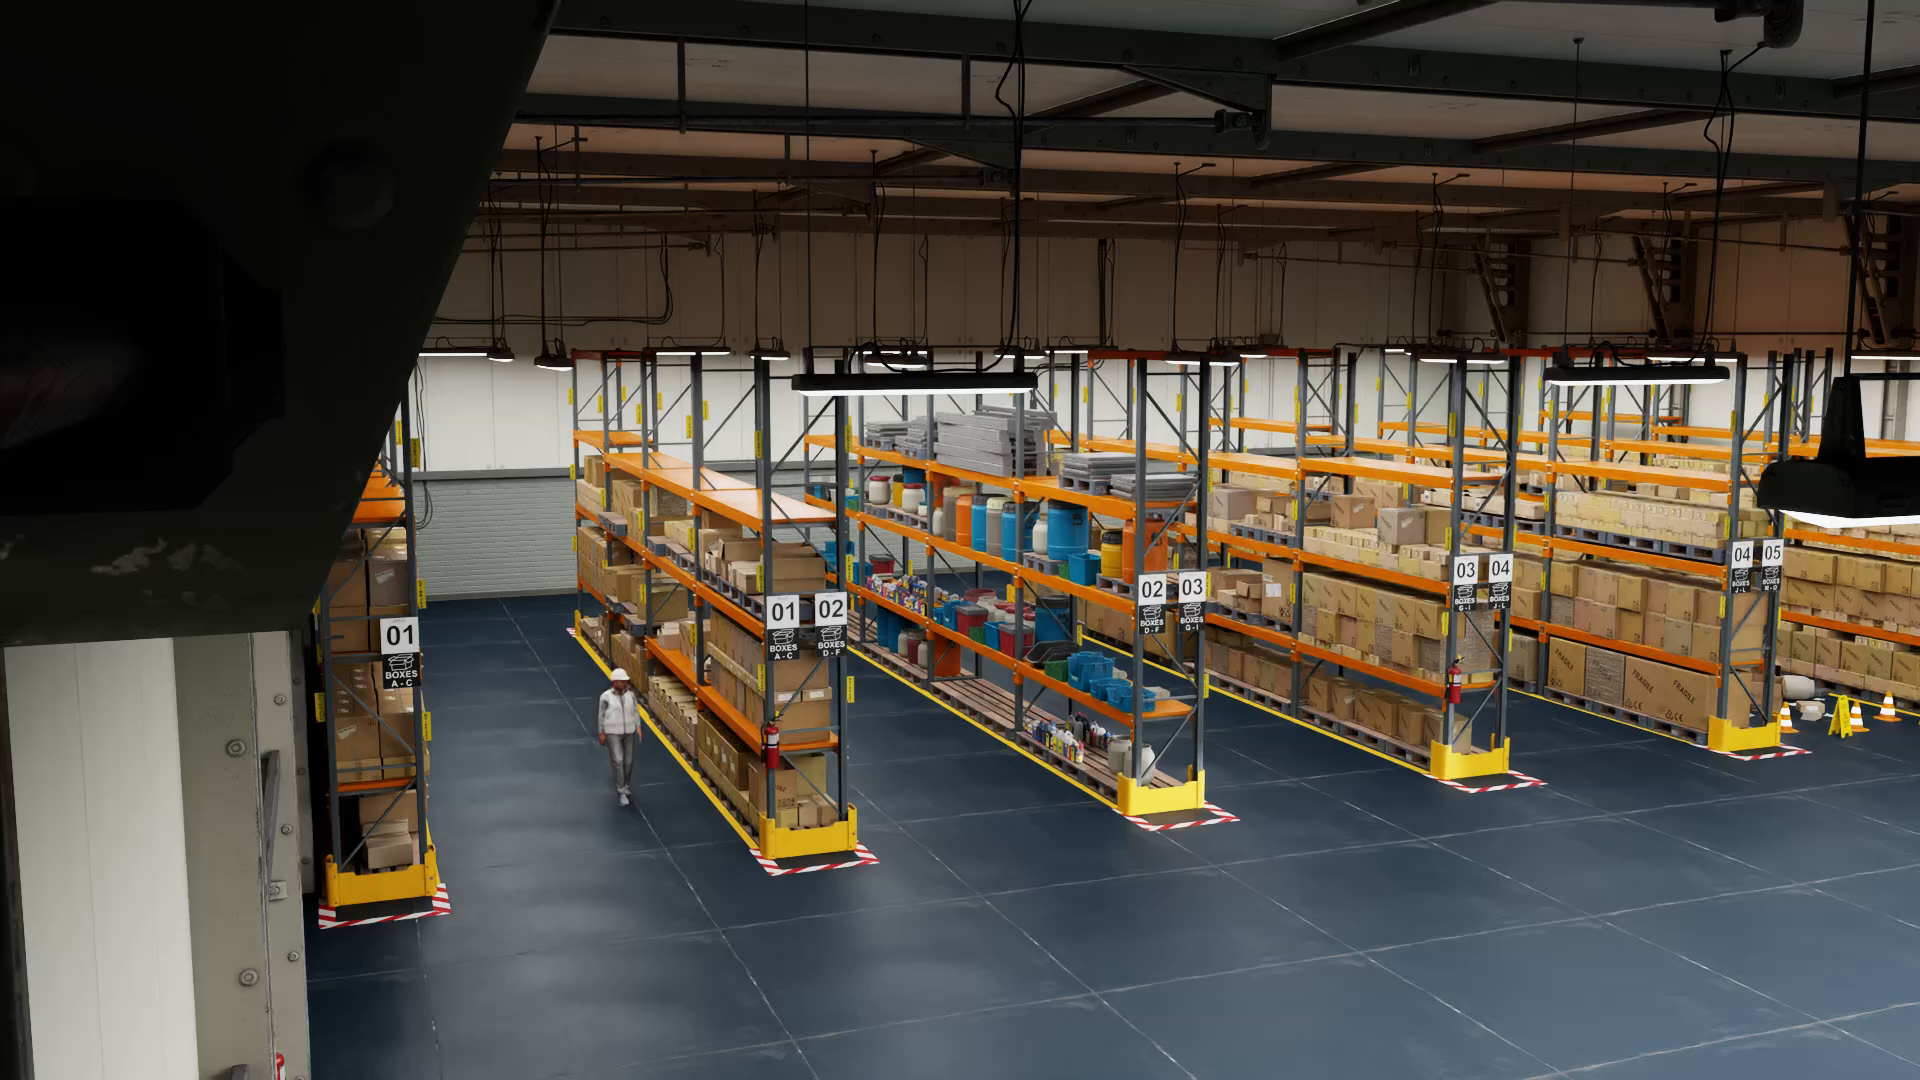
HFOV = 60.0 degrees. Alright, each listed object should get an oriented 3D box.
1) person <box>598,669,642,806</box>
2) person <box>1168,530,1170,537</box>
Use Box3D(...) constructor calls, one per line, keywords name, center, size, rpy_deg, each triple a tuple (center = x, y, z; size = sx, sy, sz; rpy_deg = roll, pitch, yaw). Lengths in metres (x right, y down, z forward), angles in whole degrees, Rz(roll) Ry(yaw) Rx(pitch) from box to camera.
Box3D(name="person", center=(-4.557, 2.665, 22.631), size=(0.562, 1.778, 0.722), rpy_deg=(-5, 9, -36))
Box3D(name="person", center=(5.526, -0.030, 44.592), size=(0.954, 1.632, 0.469), rpy_deg=(1, 7, 6))
